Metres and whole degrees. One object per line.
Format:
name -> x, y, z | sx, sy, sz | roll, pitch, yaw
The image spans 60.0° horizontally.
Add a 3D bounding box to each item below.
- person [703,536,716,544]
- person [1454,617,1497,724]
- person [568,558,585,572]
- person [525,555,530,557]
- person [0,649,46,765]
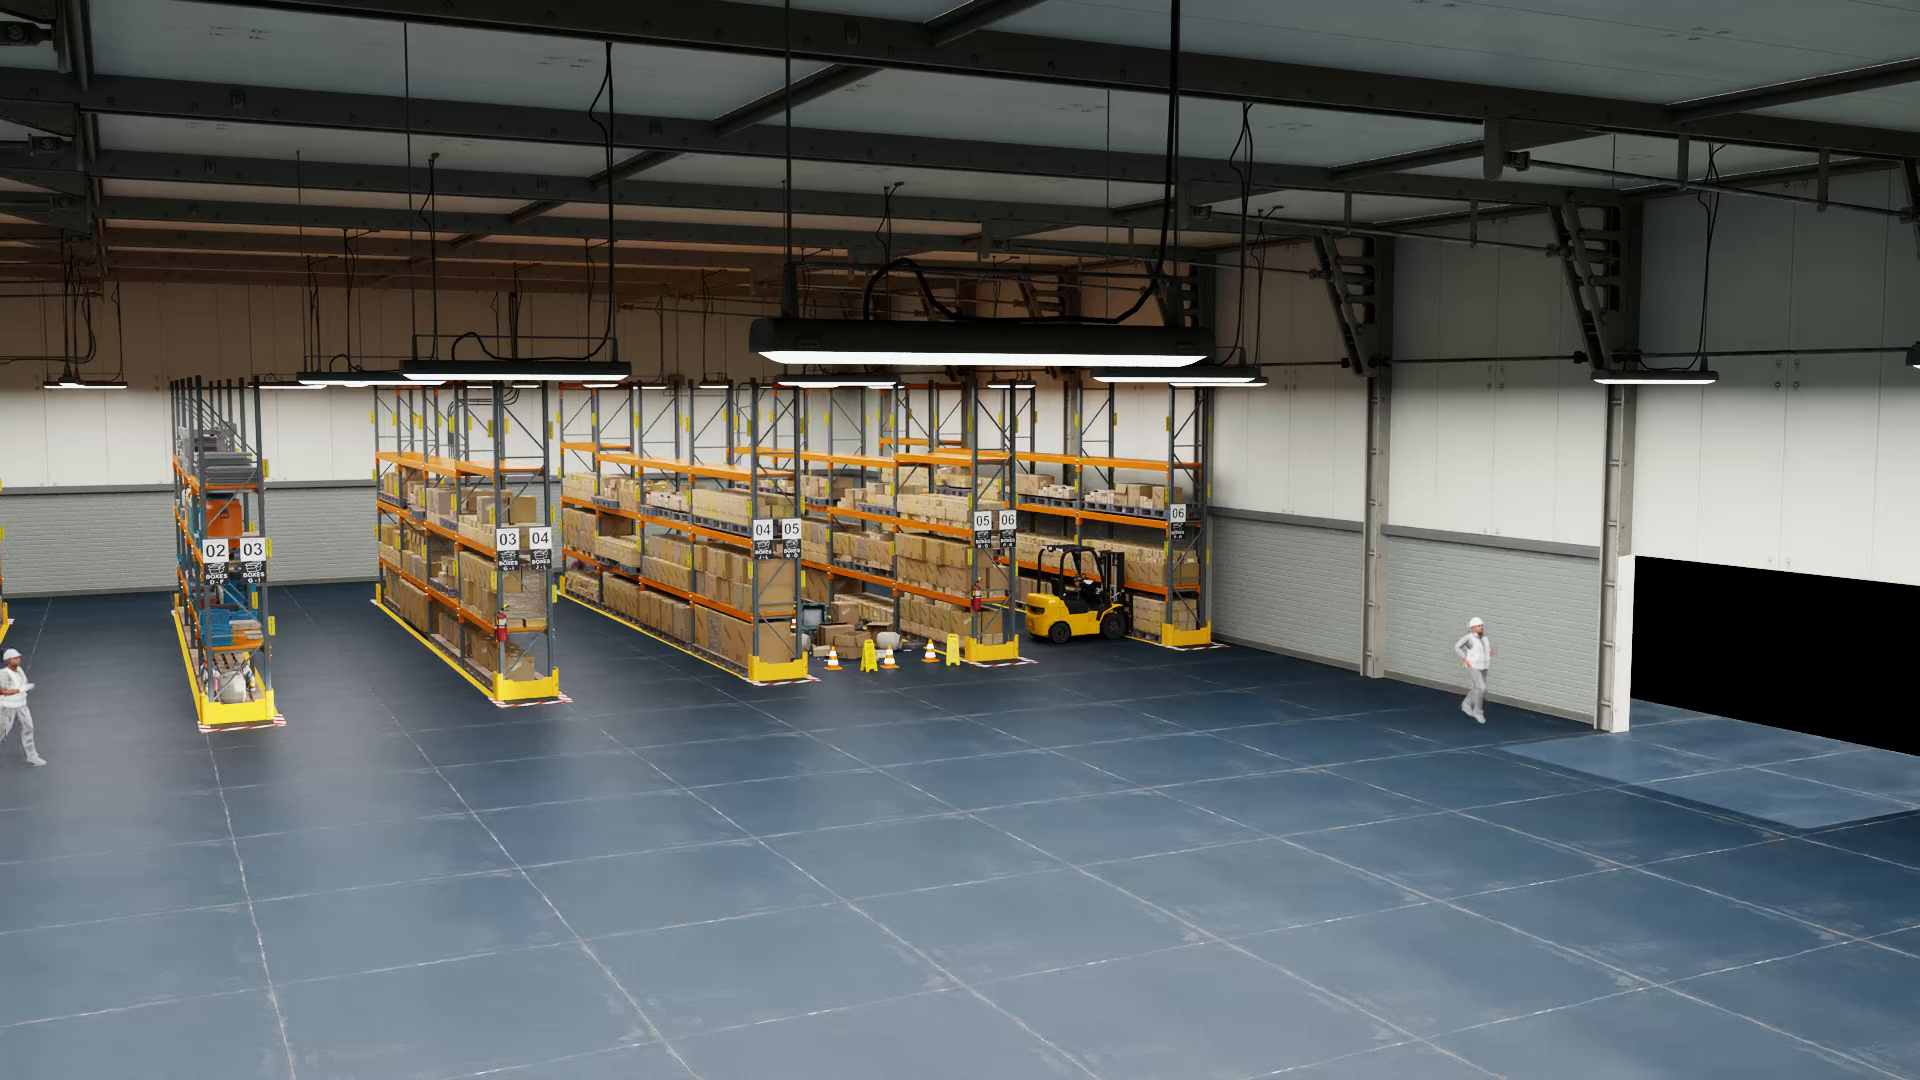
person -> -7.622, 0.372, 50.616 | 0.654, 1.729, 0.728 | -2, 5, -17
person -> 9.020, 2.264, 28.999 | 0.639, 1.831, 0.731 | -3, 6, -32
person -> -11.217, 0.557, 48.858 | 0.597, 1.612, 0.627 | 1, 5, 15
person -> -12.096, 0.875, 46.033 | 0.562, 1.547, 0.580 | -2, 5, -17
person -> -14.459, 2.548, 25.332 | 0.976, 1.788, 0.678 | 0, 5, 2
